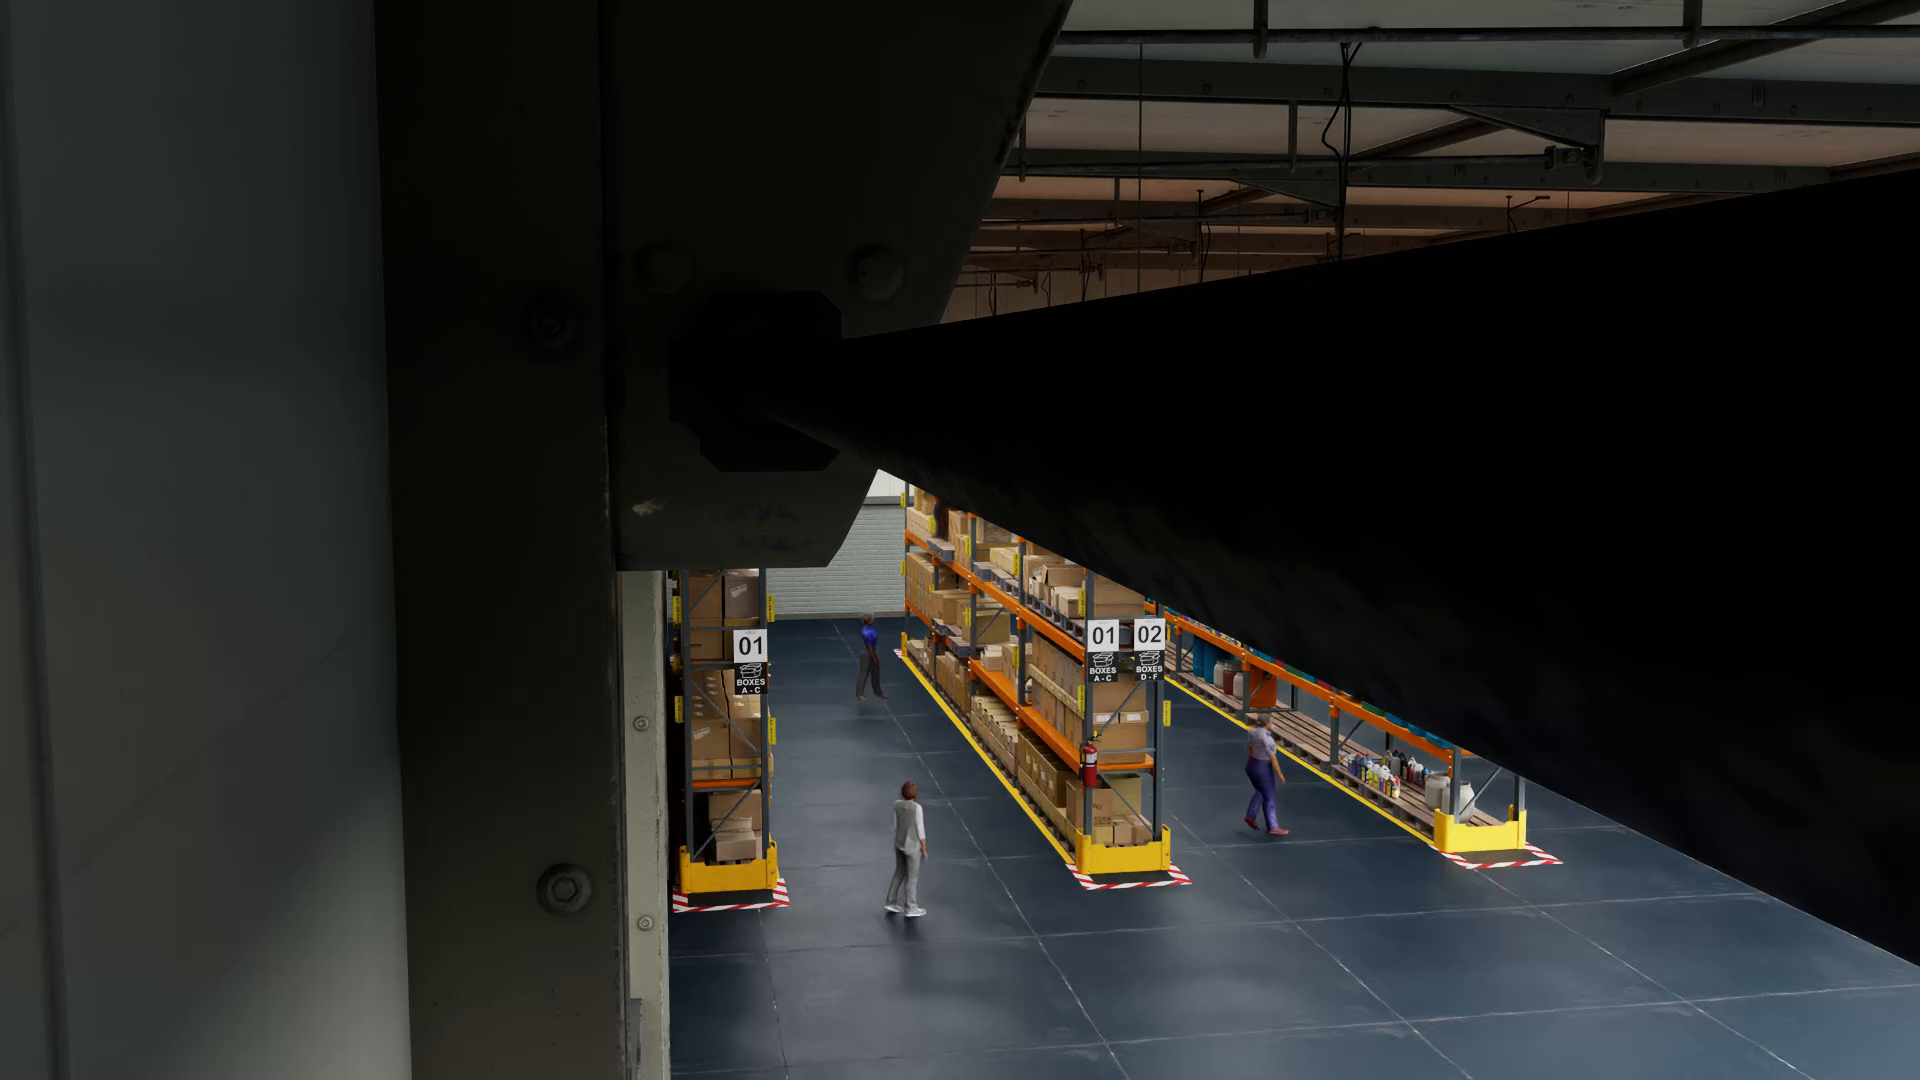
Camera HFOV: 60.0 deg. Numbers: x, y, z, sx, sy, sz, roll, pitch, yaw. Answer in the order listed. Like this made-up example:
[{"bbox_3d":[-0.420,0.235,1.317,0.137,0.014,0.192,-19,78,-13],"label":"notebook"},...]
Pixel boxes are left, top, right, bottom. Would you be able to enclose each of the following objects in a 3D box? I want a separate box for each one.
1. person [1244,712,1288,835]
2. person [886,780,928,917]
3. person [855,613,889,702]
[{"bbox_3d":[4.163,3.167,22.676,0.491,1.663,0.616,-2,6,-21],"label":"person"},{"bbox_3d":[-0.588,3.562,19.208,0.367,1.626,0.502,-5,8,-41],"label":"person"},{"bbox_3d":[-1.646,2.171,30.857,0.538,1.671,0.620,1,6,11],"label":"person"}]
